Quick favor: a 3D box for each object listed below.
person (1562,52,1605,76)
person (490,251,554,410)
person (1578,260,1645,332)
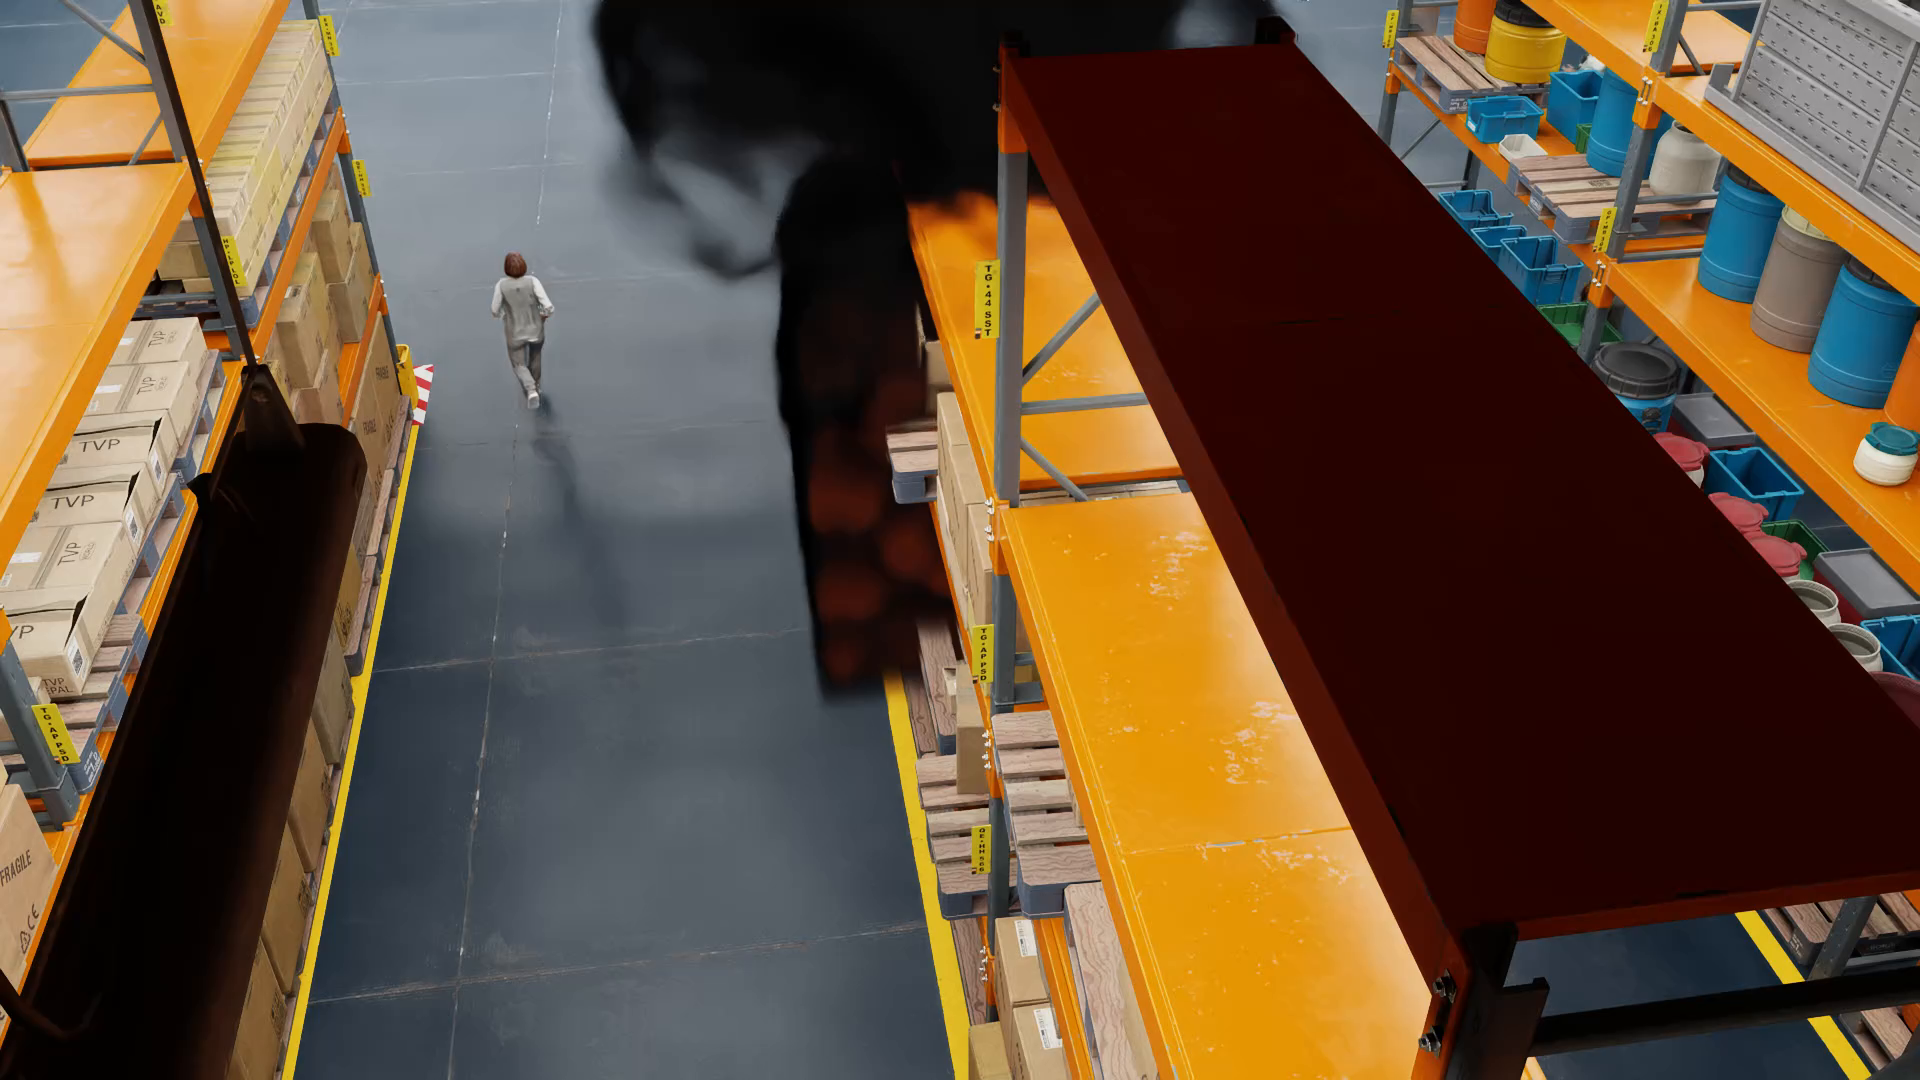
[{"bbox_3d":[7.138,-5.023,18.832,0.752,1.771,0.645,11,38,15],"label":"person"},{"bbox_3d":[-3.809,-1.783,14.607,0.520,1.568,0.917,-13,38,-17],"label":"person"},{"bbox_3d":[5.809,-2.115,15.038,0.583,1.591,0.877,-3,36,-4],"label":"person"}]
